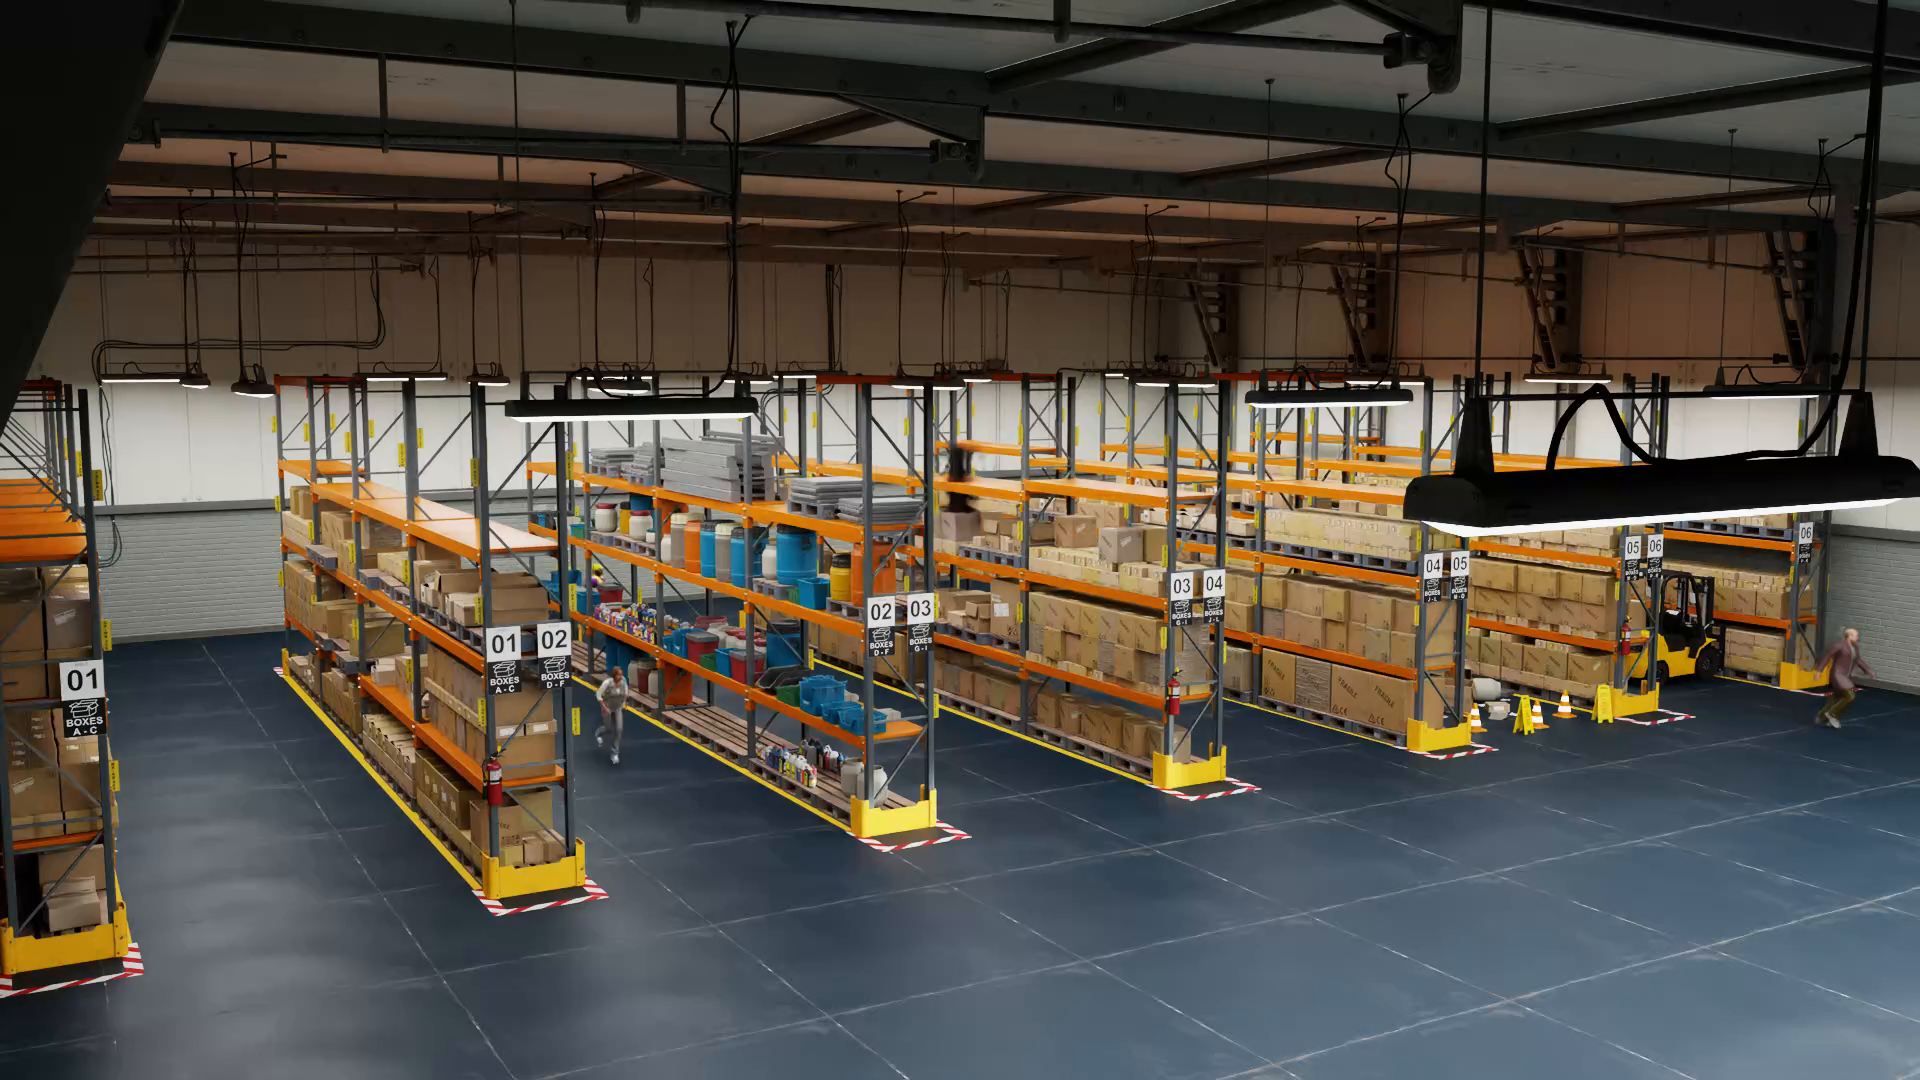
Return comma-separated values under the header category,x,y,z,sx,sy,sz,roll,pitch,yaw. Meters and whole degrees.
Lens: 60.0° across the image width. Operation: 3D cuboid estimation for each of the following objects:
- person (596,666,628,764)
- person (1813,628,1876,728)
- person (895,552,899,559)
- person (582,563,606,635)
category,x,y,z,sx,sy,sz,roll,pitch,yaw
person,-5.551,2.715,26.328,0.550,1.551,0.866,-5,8,-41
person,15.095,2.355,28.352,0.667,1.729,0.880,-5,8,-40
person,-1.882,0.846,42.523,0.693,1.803,0.774,1,6,6
person,-8.123,1.375,37.323,0.901,1.737,0.761,0,6,-4
